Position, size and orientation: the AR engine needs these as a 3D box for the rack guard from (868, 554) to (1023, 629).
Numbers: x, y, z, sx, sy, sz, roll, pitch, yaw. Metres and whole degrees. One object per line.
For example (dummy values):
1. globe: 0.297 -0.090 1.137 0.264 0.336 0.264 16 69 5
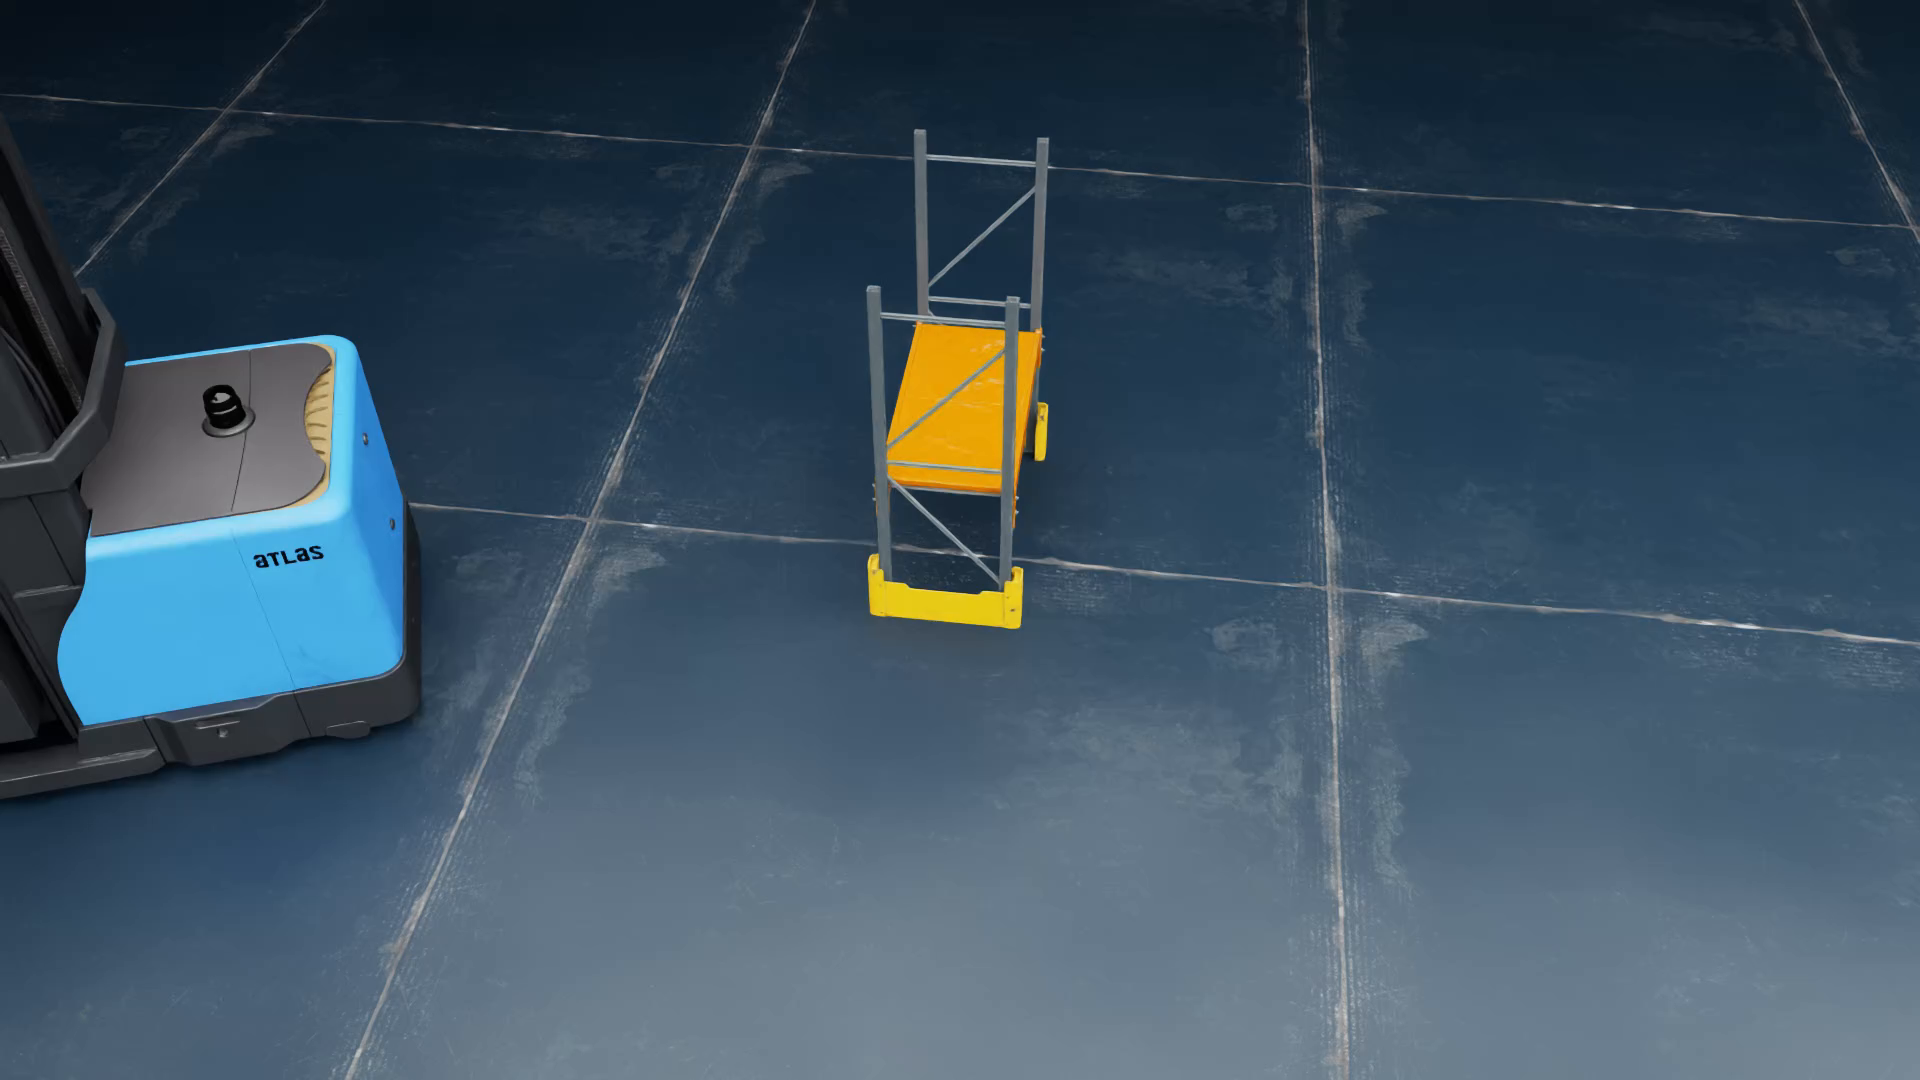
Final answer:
1. rack guard: -0.056 0.197 6.360 0.587 0.250 0.087 5 44 6

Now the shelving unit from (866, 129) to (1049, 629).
1. shelving unit: 0.010 -0.597 6.289 0.587 1.500 1.083 5 44 6

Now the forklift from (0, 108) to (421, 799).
1. forklift: -3.529 -0.477 5.122 3.031 2.935 1.130 -9 44 -10

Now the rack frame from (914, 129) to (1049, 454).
1. rack frame: 0.078 -0.949 6.662 0.500 1.500 0.032 5 44 6

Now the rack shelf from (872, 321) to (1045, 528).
1. rack shelf: 0.011 -0.472 6.419 0.538 0.185 1.000 5 44 6

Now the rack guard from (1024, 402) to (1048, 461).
1. rack guard: 0.076 -0.482 7.077 0.587 0.250 0.087 5 44 6

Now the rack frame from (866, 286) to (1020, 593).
1. rack frame: -0.056 -0.256 5.930 0.500 1.500 0.032 5 44 6
